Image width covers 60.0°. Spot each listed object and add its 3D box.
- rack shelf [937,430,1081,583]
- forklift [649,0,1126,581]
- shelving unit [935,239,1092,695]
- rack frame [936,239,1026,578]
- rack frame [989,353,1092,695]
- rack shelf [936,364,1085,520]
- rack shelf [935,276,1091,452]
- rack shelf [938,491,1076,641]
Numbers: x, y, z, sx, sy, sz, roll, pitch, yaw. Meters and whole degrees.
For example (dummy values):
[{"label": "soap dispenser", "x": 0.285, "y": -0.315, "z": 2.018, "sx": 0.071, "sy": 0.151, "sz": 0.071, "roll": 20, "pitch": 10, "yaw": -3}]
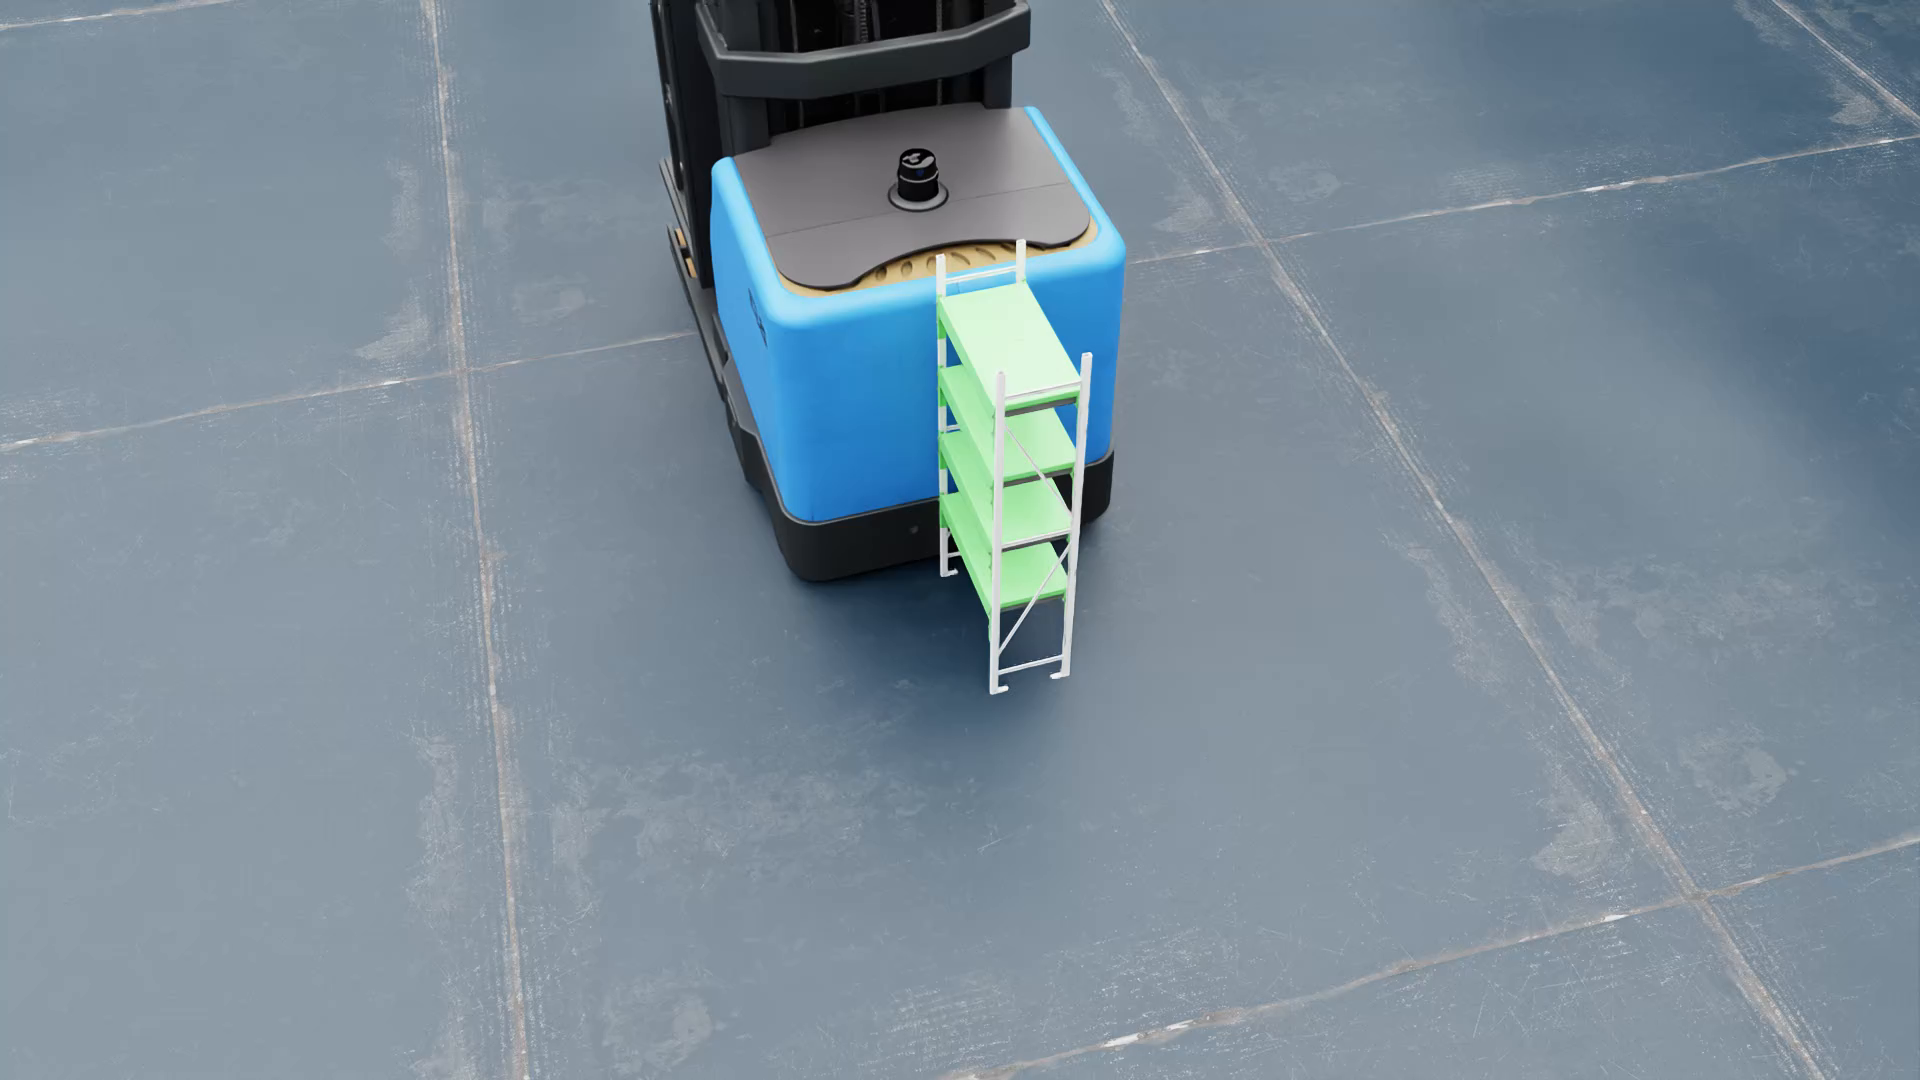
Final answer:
[{"label": "rack shelf", "x": 0.129, "y": -0.124, "z": 4.621, "sx": 0.258, "sy": 0.148, "sz": 0.480, "roll": -13, "pitch": 47, "yaw": -12}, {"label": "forklift", "x": -0.453, "y": -1.976, "z": 5.135, "sx": 1.130, "sy": 2.935, "sz": 3.031, "roll": -13, "pitch": 47, "yaw": -12}, {"label": "shelving unit", "x": 0.129, "y": -0.168, "z": 4.575, "sx": 0.258, "sy": 1.200, "sz": 0.503, "roll": -13, "pitch": 47, "yaw": -12}, {"label": "rack frame", "x": 0.055, "y": -0.335, "z": 4.738, "sx": 0.240, "sy": 1.200, "sz": 0.015, "roll": -13, "pitch": 47, "yaw": -12}, {"label": "rack frame", "x": 0.202, "y": -0.002, "z": 4.412, "sx": 0.240, "sy": 1.200, "sz": 0.015, "roll": -13, "pitch": 47, "yaw": -12}, {"label": "rack shelf", "x": 0.129, "y": -0.292, "z": 4.449, "sx": 0.258, "sy": 0.148, "sz": 0.480, "roll": -13, "pitch": 47, "yaw": -12}, {"label": "rack shelf", "x": 0.129, "y": -0.460, "z": 4.278, "sx": 0.258, "sy": 0.148, "sz": 0.480, "roll": -13, "pitch": 47, "yaw": -12}, {"label": "rack shelf", "x": 0.129, "y": 0.044, "z": 4.792, "sx": 0.258, "sy": 0.148, "sz": 0.480, "roll": -13, "pitch": 47, "yaw": -12}]
